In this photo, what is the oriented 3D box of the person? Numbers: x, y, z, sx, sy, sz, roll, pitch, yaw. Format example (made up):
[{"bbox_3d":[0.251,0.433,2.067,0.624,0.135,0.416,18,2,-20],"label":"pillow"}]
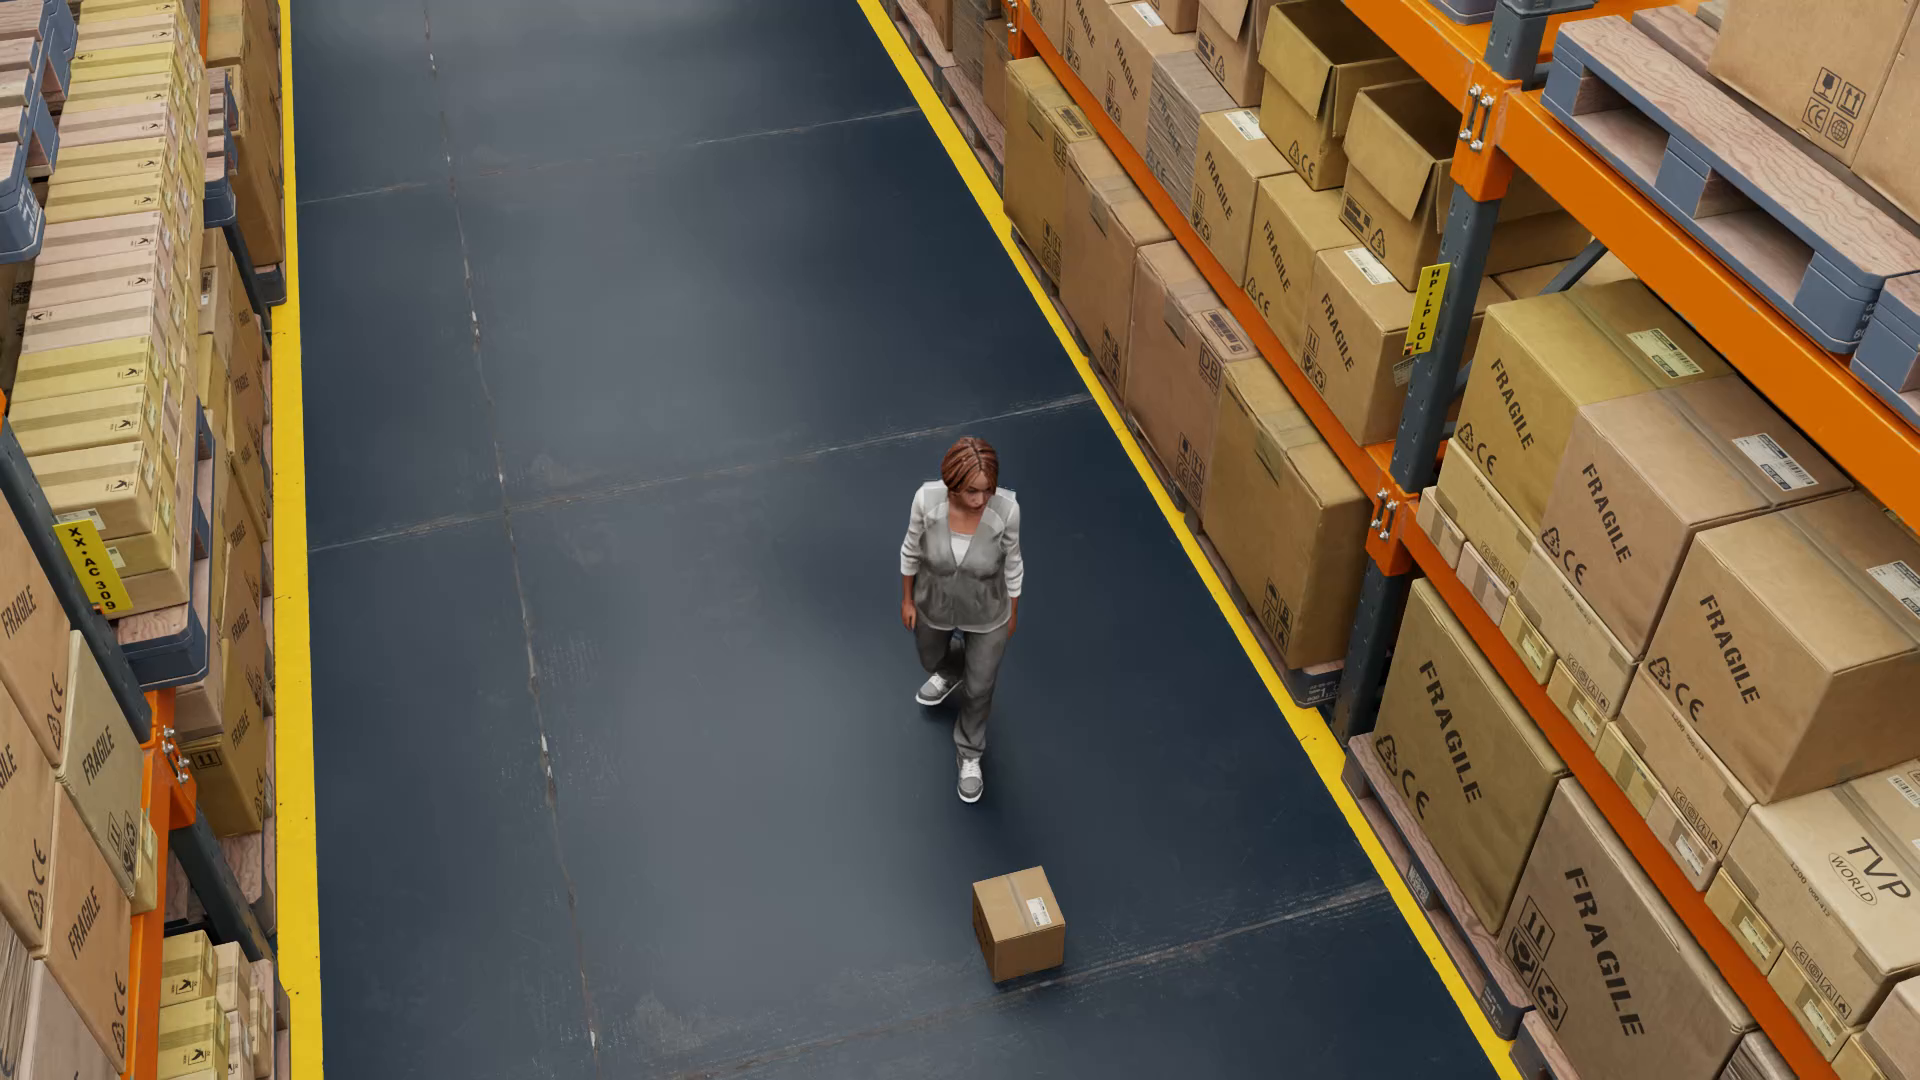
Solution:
[{"bbox_3d":[0.015,0.202,5.945,0.435,1.593,0.618,7,43,8],"label":"person"}]
